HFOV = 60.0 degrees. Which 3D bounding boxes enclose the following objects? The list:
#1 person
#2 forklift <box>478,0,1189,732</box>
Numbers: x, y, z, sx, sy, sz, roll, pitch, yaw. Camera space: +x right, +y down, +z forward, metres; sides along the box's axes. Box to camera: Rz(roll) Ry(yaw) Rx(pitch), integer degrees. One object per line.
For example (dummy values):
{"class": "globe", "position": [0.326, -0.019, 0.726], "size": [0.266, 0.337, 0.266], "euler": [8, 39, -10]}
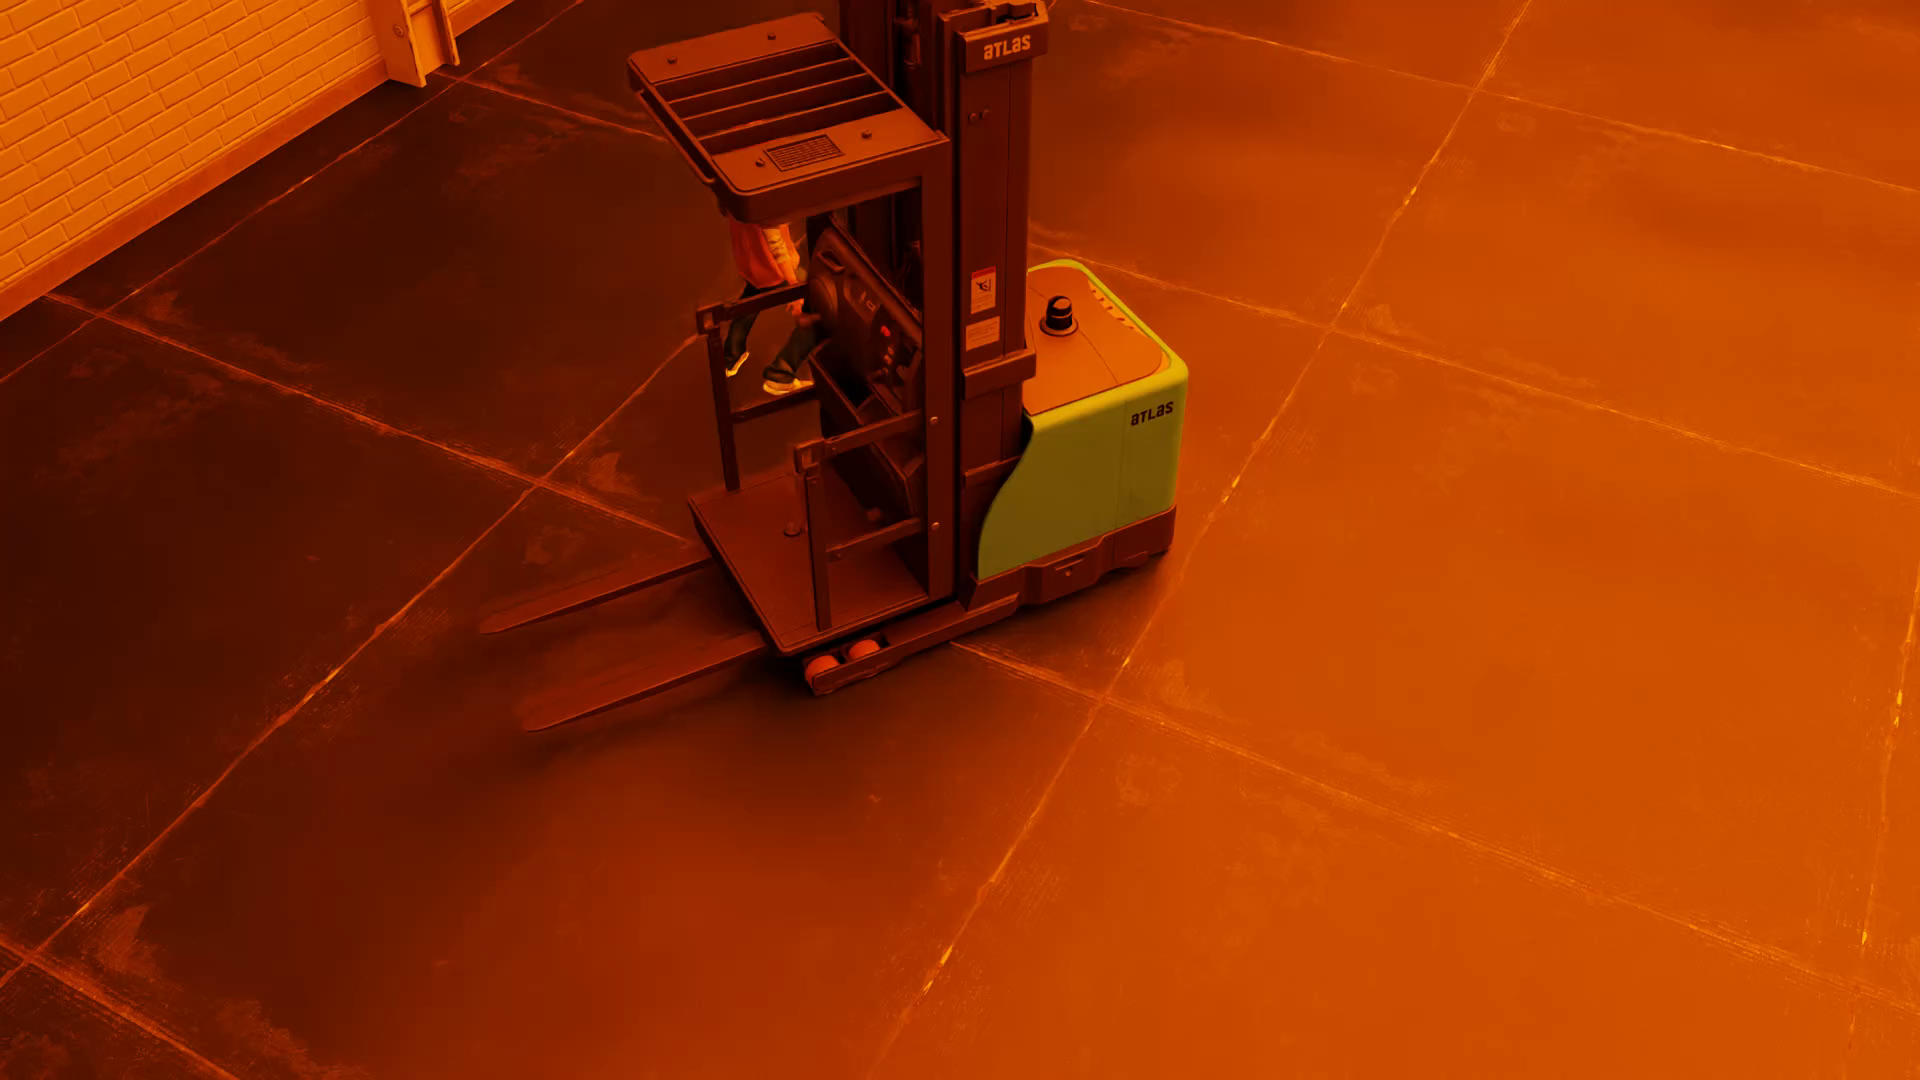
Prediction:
{"class": "person", "position": [-0.942, -1.379, 8.172], "size": [0.486, 1.506, 0.775], "euler": [-25, 49, -24]}
{"class": "forklift", "position": [-0.562, -0.827, 6.532], "size": [3.031, 2.935, 1.130], "euler": [-20, 47, -20]}
